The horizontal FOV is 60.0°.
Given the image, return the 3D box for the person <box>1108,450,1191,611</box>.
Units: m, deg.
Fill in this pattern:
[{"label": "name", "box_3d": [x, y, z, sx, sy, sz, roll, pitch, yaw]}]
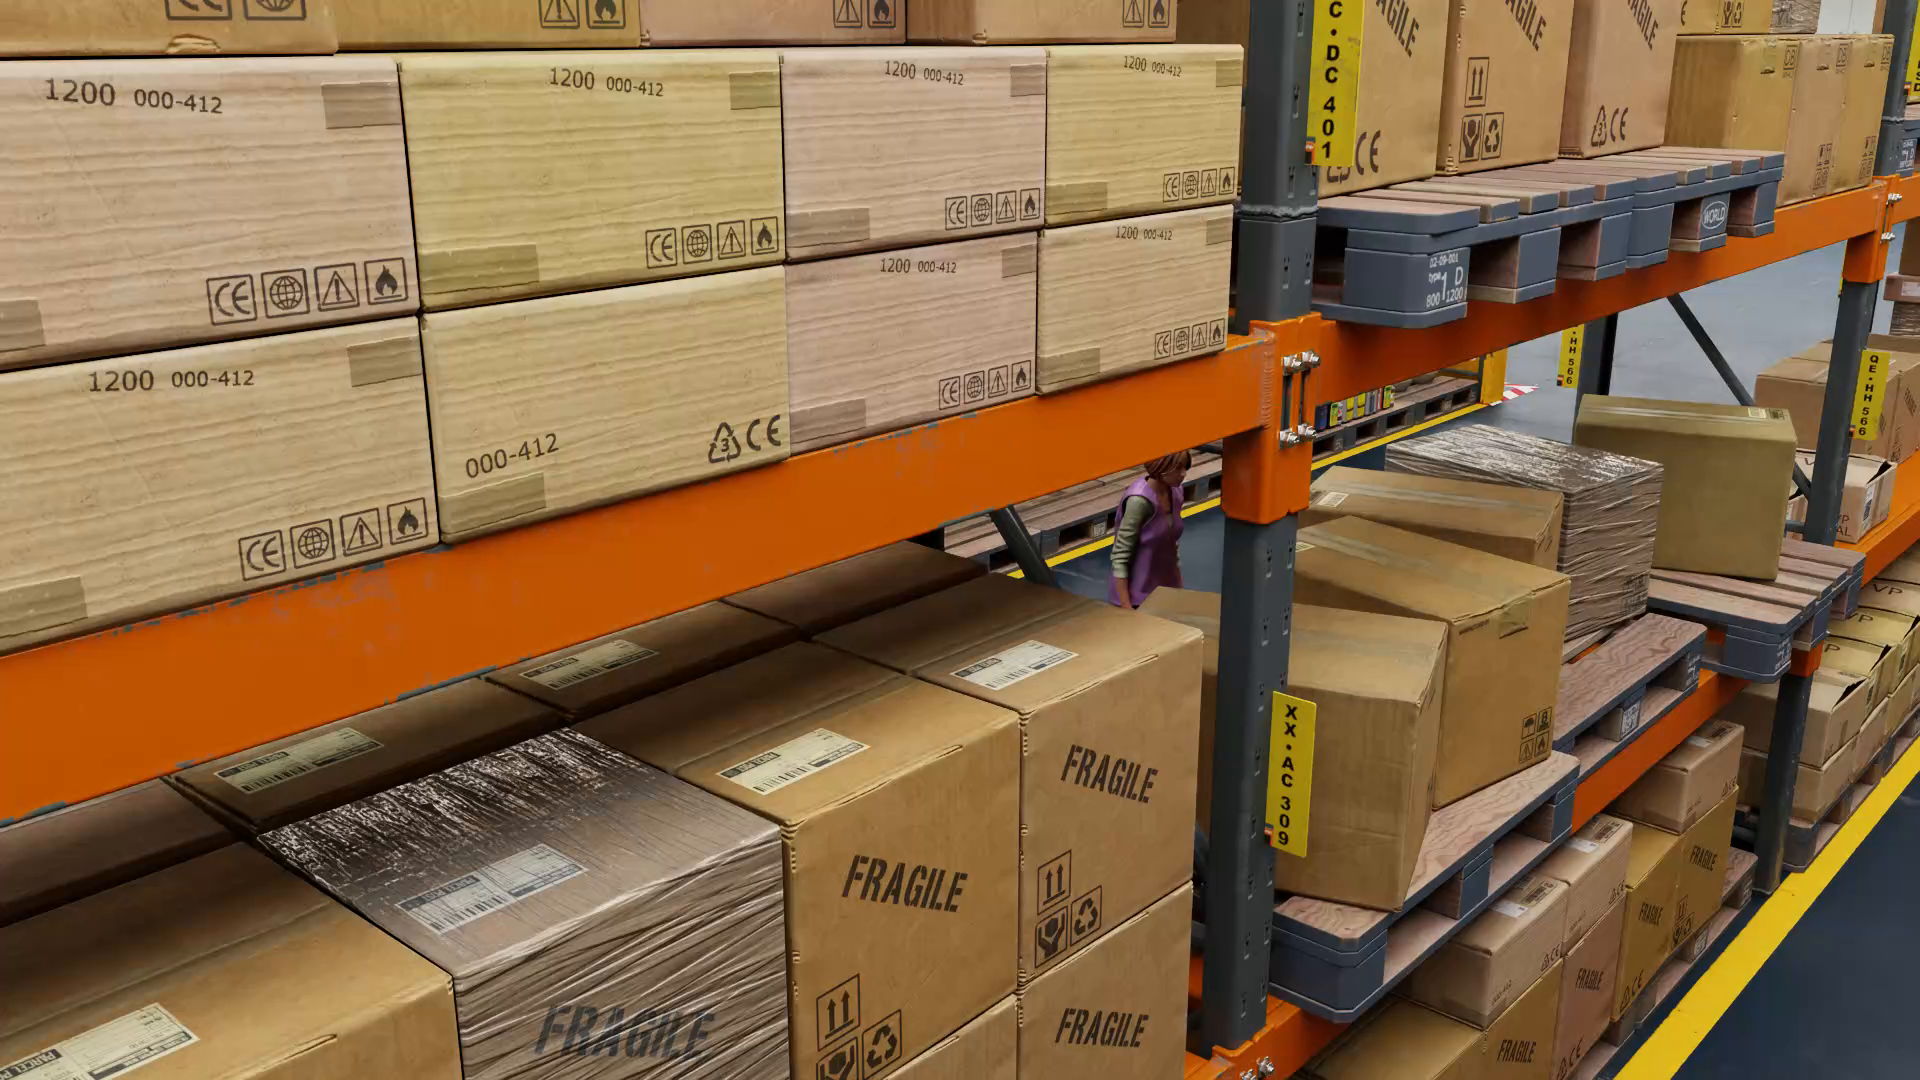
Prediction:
[{"label": "person", "box_3d": [0.869, 0.282, 7.652, 0.344, 1.593, 0.460, 15, 23, 40]}]
